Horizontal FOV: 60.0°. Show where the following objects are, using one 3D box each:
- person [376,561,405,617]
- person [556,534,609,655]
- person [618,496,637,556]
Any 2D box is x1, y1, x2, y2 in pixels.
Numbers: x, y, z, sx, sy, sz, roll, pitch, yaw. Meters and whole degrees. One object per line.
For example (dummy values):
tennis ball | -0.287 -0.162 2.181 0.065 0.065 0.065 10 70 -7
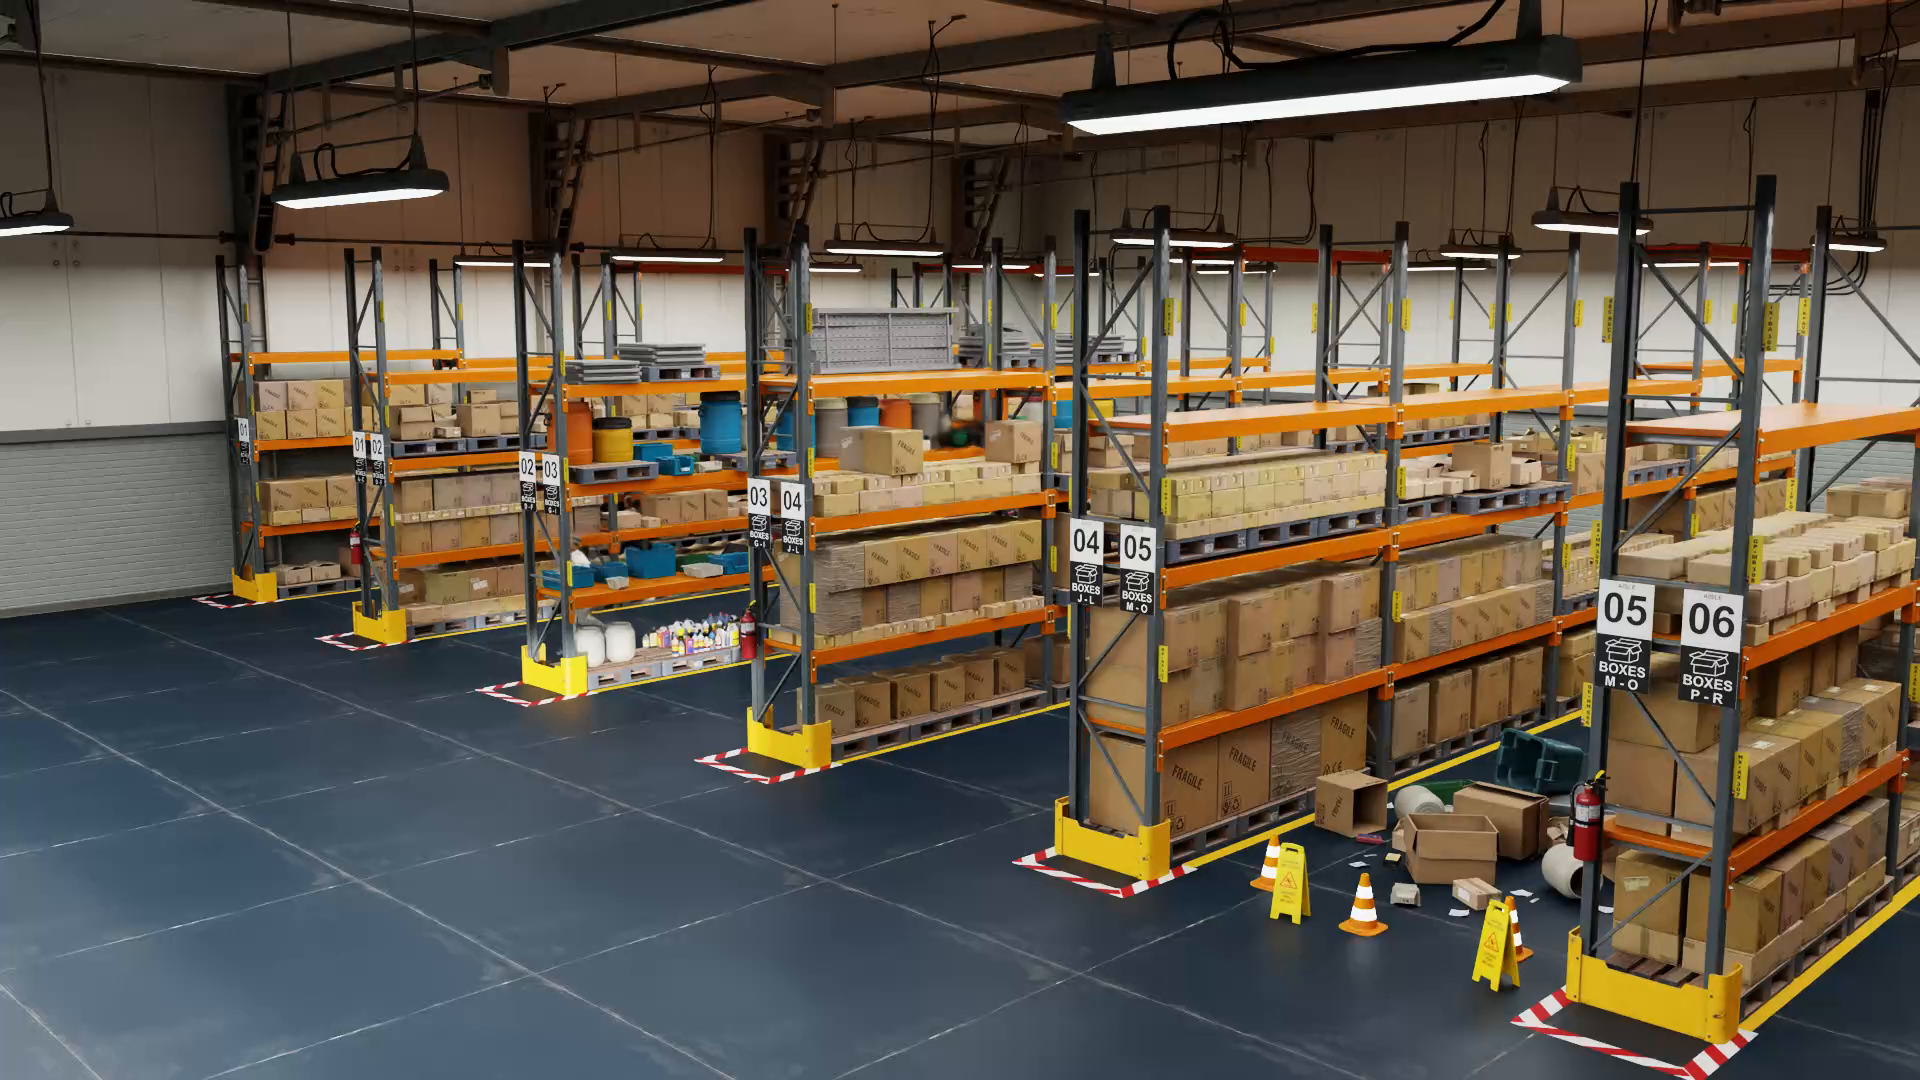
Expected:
person | -9.482 0.359 28.020 0.672 1.757 1.091 5 10 32
person | -5.624 0.790 24.786 0.844 1.817 0.660 -6 10 -34
person | -6.184 -0.046 31.105 0.537 1.585 0.893 8 11 43
